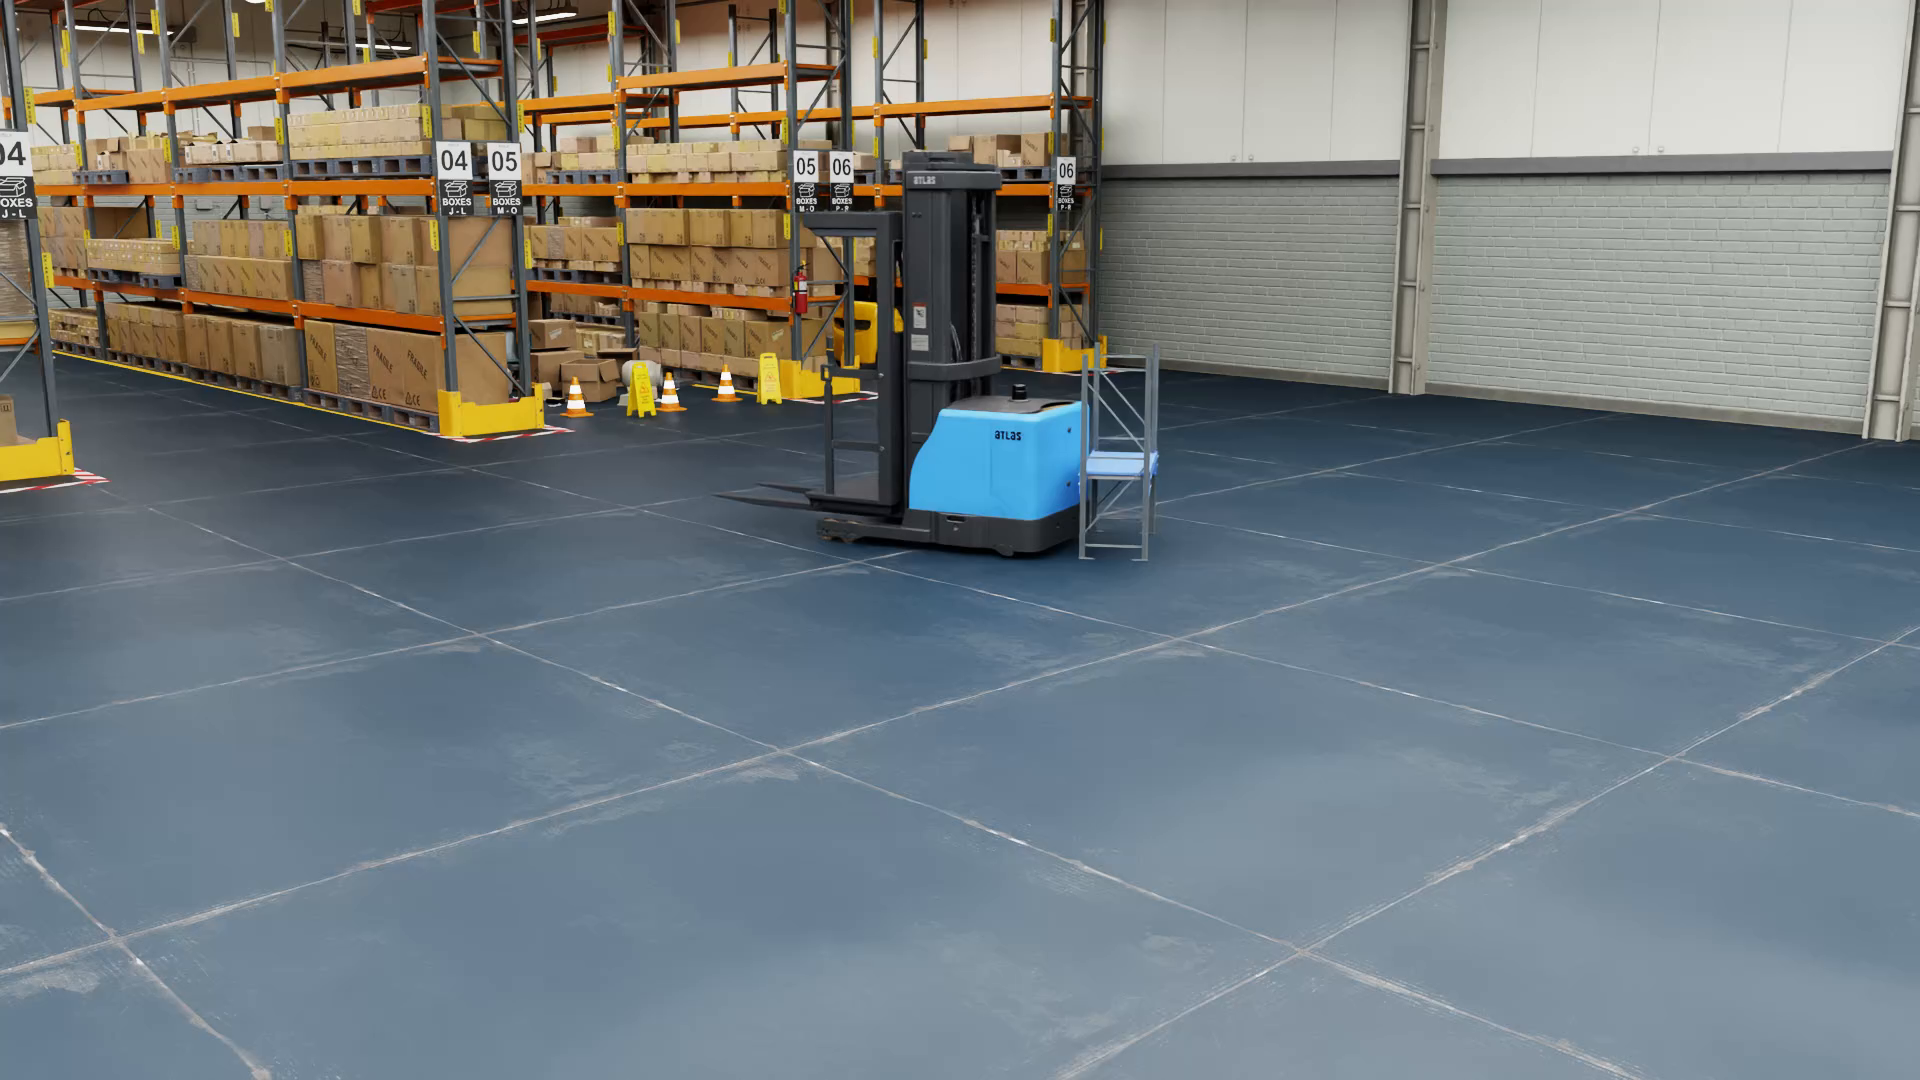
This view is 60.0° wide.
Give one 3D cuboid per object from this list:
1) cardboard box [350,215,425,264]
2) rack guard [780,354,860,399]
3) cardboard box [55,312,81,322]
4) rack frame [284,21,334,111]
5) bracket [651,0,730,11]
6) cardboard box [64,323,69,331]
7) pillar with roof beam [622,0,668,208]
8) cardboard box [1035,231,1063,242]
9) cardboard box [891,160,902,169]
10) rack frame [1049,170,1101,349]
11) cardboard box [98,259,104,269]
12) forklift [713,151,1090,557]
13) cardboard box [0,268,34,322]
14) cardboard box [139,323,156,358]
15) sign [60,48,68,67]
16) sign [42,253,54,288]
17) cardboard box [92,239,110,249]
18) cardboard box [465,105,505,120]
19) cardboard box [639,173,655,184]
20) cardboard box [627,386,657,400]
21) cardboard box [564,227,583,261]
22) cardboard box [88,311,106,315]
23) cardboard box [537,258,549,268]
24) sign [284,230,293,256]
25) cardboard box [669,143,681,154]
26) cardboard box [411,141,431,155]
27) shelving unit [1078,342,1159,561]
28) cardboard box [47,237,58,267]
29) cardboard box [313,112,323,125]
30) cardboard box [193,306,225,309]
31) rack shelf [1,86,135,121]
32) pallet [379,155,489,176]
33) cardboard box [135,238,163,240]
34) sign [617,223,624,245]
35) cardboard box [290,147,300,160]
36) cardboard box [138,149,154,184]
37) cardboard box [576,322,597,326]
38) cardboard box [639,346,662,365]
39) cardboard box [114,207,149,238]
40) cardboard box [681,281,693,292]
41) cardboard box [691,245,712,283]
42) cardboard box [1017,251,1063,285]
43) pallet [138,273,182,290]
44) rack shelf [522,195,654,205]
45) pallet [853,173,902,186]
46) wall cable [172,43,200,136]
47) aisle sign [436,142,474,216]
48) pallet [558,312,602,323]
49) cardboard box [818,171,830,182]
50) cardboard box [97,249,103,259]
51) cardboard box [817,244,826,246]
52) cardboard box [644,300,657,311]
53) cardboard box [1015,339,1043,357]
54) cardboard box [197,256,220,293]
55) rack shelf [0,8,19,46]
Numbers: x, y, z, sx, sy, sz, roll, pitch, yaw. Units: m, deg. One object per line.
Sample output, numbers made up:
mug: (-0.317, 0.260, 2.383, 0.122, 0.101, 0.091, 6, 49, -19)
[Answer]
cardboard box: (-6.762, -3.606, 19.935, 0.875, 0.550, 0.500, -11, 16, -43)
rack guard: (-1.881, -2.209, 22.392, 1.175, 0.500, 0.348, -11, 16, -43)
cardboard box: (-15.349, -3.840, 28.666, 0.380, 0.149, 0.250, -11, 16, -42)
rack frame: (-12.878, -8.695, 32.815, 1.000, 3.000, 0.127, -11, 16, -43)
bracket: (-4.536, -10.305, 31.710, 0.076, 0.066, 4.783, -11, 16, -43)
cardboard box: (-15.263, -3.712, 28.783, 0.380, 0.149, 0.250, -10, 15, -40)
pillar with roof beam: (-9.470, -8.431, 31.533, 9.100, 9.000, 0.548, -11, 16, -43)
cardboard box: (1.359, -4.649, 25.452, 0.380, 0.149, 0.250, -11, 16, -42)
cardboard box: (-0.913, -6.191, 27.427, 0.380, 0.149, 0.250, -10, 16, -41)
rack frame: (1.759, -4.114, 25.446, 1.000, 3.000, 0.127, -11, 16, -43)
cardboard box: (-13.321, -4.353, 26.188, 0.380, 0.149, 0.250, -11, 16, -42)
forklift: (-0.536, -1.504, 12.947, 3.031, 2.935, 1.130, 6, 13, 28)
cardboard box: (-9.356, -2.320, 15.752, 0.875, 0.500, 0.500, -11, 16, -43)
cardboard box: (-12.240, -3.077, 25.567, 0.500, 0.500, 0.500, 11, 16, 43)
sign: (-15.973, -8.600, 29.646, 0.100, 0.325, 0.005, -11, 16, -43)
sign: (-8.603, -2.540, 15.663, 0.100, 0.325, 0.005, -11, 16, -43)
cardboard box: (-13.489, -4.681, 26.307, 0.380, 0.149, 0.250, -10, 16, -41)
cardboard box: (-5.339, -4.802, 18.708, 0.380, 0.149, 0.250, -11, 16, -42)
cardboard box: (-4.414, -5.226, 24.031, 0.380, 0.149, 0.250, -11, 16, -42)
cardboard box: (-4.194, -1.935, 21.936, 0.380, 0.149, 0.250, -3, 12, -13)
cardboard box: (-5.771, -4.590, 25.729, 0.500, 0.500, 0.500, -10, 15, -41)
cardboard box: (-14.976, -3.914, 29.027, 0.250, 0.149, 0.380, 11, 16, 43)
cardboard box: (-6.539, -4.439, 26.606, 0.380, 0.149, 0.250, -10, 15, -39)
sign: (-8.487, -3.752, 21.017, 0.100, 0.325, 0.005, -11, 16, -43)
cardboard box: (-3.863, -5.506, 23.415, 0.250, 0.149, 0.380, 11, 16, 43)
cardboard box: (-5.813, -4.319, 18.343, 0.380, 0.149, 0.250, -11, 16, -43)
shelving unit: (1.208, -0.690, 12.545, 0.538, 1.500, 1.048, 2, 12, 9)
cardboard box: (-15.204, -4.922, 28.381, 0.500, 0.500, 0.500, 11, 16, 44)
cardboard box: (-7.568, -5.081, 20.063, 0.380, 0.149, 0.250, -11, 16, -43)
cardboard box: (-11.515, -3.442, 25.479, 0.500, 0.250, 0.500, -11, 16, -43)
rack shelf: (-15.007, -7.345, 28.052, 1.077, 0.370, 4.000, -11, 16, -43)
pallet: (-5.859, -4.250, 18.891, 1.003, 0.211, 1.213, -11, 16, -43)
cardboard box: (-13.021, -4.772, 26.748, 0.250, 0.149, 0.380, 11, 16, 43)
sign: (-4.990, -4.495, 24.425, 0.100, 0.325, 0.005, -11, 16, -43)
cardboard box: (-8.096, -4.801, 20.683, 0.380, 0.149, 0.250, -11, 16, -43)
cardboard box: (-11.796, -5.522, 24.599, 0.500, 0.500, 0.500, -11, 16, -43)
cardboard box: (-6.455, -3.318, 27.052, 0.950, 0.372, 0.625, -11, 16, -44)
cardboard box: (-4.379, -2.741, 24.554, 0.500, 0.250, 0.500, 11, 16, 43)
cardboard box: (-13.761, -5.253, 27.511, 0.500, 0.500, 0.500, -10, 16, -41)
cardboard box: (-3.729, -3.604, 23.593, 0.380, 0.149, 0.250, -11, 16, -42)
cardboard box: (-3.424, -3.881, 23.331, 0.500, 0.500, 0.500, -11, 16, -42)
cardboard box: (1.229, -4.198, 25.607, 0.500, 0.500, 0.500, -11, 16, -44)
pallet: (-11.433, -3.880, 24.786, 1.213, 0.211, 1.003, -11, 16, -43)
rack shelf: (-7.909, -7.274, 35.134, 1.077, 0.370, 4.000, -11, 16, -43)
pallet: (-1.622, -6.200, 28.613, 1.217, 0.209, 0.805, 11, 16, 43)
wall cable: (-17.010, -9.486, 36.654, 0.463, 3.000, 0.029, -11, 16, -43)
aisle sign: (-5.507, -3.938, 18.151, 0.394, 0.787, 0.004, -11, 16, -43)
pallet: (-7.848, -4.778, 35.580, 1.003, 0.211, 1.213, -11, 16, -43)
cardboard box: (-1.823, -4.862, 22.264, 0.380, 0.149, 0.250, -11, 16, -42)
cardboard box: (-13.327, -4.500, 26.165, 0.380, 0.149, 0.250, -10, 16, -41)
cardboard box: (-2.237, -5.055, 29.145, 0.500, 0.250, 0.500, -10, 16, -41)
cardboard box: (-5.982, -4.668, 33.291, 0.500, 0.500, 0.500, -11, 16, -43)
cardboard box: (1.206, -2.998, 25.801, 0.500, 0.250, 0.500, -11, 16, -42)
cardboard box: (-10.395, -3.757, 23.465, 0.500, 0.500, 0.500, -11, 16, -43)
rack shelf: (-10.377, -4.917, 16.268, 1.077, 0.370, 4.000, -11, 16, -43)
